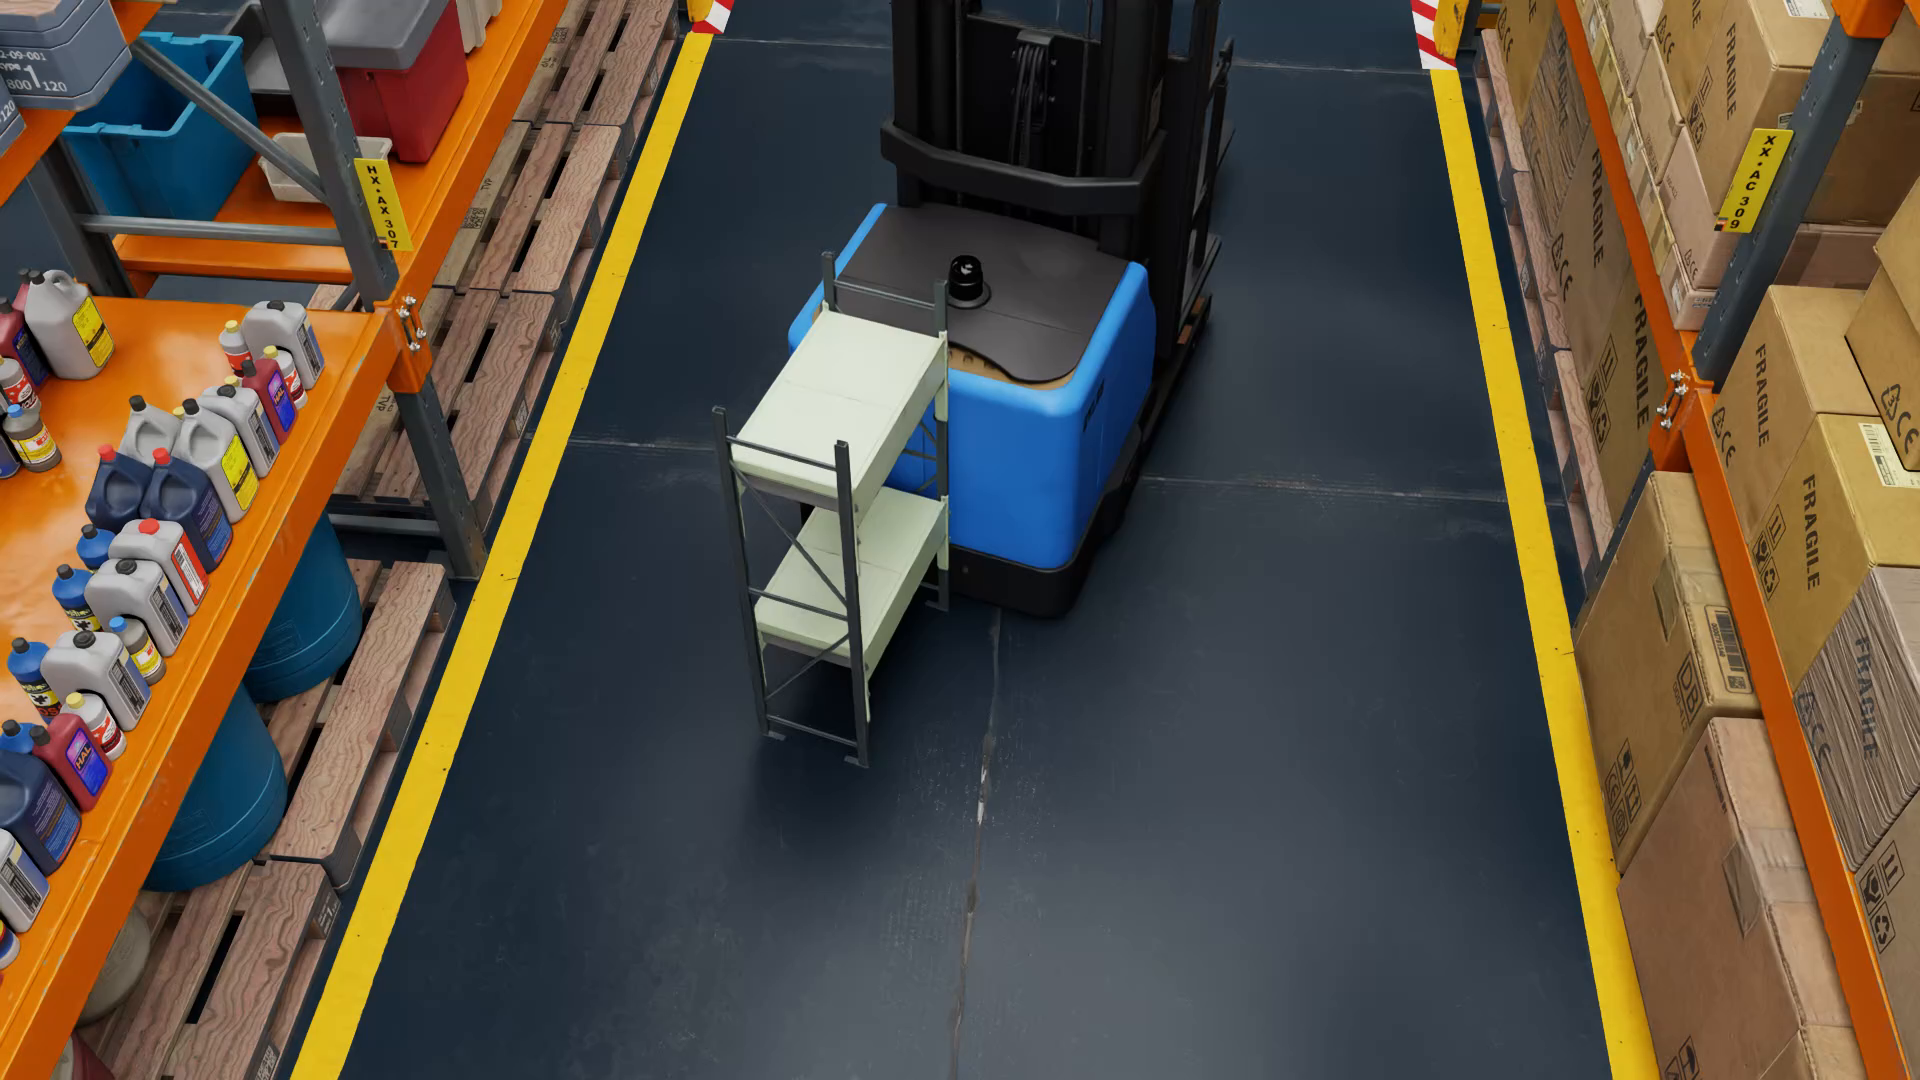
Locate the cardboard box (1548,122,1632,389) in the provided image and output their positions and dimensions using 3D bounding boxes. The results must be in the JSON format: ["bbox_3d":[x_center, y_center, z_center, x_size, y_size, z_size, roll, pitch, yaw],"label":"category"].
[{"bbox_3d":[2.897,-1.170,6.442,0.875,0.875,0.875,4,48,4],"label":"cardboard box"}]

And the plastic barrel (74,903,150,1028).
[{"bbox_3d":[-2.529,1.089,4.623,0.421,0.512,0.421,0,48,0],"label":"plastic barrel"}]

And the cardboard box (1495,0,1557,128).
[{"bbox_3d":[3.061,-2.492,7.652,0.875,0.875,0.875,4,48,4],"label":"cardboard box"}]

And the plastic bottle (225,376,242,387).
[{"bbox_3d":[-2.027,-0.378,4.697,0.097,0.201,0.097,0,48,0],"label":"plastic bottle"}]

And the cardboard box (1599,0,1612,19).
[{"bbox_3d":[2.595,-2.123,6.059,0.500,0.250,0.500,3,48,3],"label":"cardboard box"}]

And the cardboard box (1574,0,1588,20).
[{"bbox_3d":[2.540,-2.090,6.299,0.380,0.149,0.250,3,48,3],"label":"cardboard box"}]

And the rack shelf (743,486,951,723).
[{"bbox_3d":[-0.358,0.167,5.523,0.431,0.370,0.720,16,49,14],"label":"rack shelf"}]

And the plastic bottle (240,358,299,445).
[{"bbox_3d":[-1.947,-0.413,4.674,0.061,0.283,0.133,4,48,4],"label":"plastic bottle"}]

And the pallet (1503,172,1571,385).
[{"bbox_3d":[2.931,-1.115,7.127,1.003,0.211,1.213,4,48,4],"label":"pallet"}]

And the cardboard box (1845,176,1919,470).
[{"bbox_3d":[2.625,-0.506,3.933,0.797,0.503,0.637,3,48,3],"label":"cardboard box"}]

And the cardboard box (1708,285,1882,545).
[{"bbox_3d":[2.384,-0.317,4.439,0.500,0.500,0.500,4,48,4],"label":"cardboard box"}]

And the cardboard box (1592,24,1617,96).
[{"bbox_3d":[2.493,-1.710,5.951,0.380,0.149,0.250,3,48,3],"label":"cardboard box"}]

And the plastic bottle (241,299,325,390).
[{"bbox_3d":[-1.971,-0.584,4.835,0.152,0.276,0.135,4,48,4],"label":"plastic bottle"}]

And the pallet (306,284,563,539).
[{"bbox_3d":[-2.229,-0.539,6.600,1.003,0.211,1.213,4,48,4],"label":"pallet"}]

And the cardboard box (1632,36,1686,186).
[{"bbox_3d":[2.499,-1.376,5.376,0.500,0.250,0.500,5,48,5],"label":"cardboard box"}]

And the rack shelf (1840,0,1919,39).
[{"bbox_3d":[2.493,0.096,2.584,1.077,0.370,4.000,4,48,4],"label":"rack shelf"}]

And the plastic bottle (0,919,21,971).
[{"bbox_3d":[-2.117,0.817,3.557,0.097,0.271,0.097,0,48,0],"label":"plastic bottle"}]

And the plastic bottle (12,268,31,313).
[{"bbox_3d":[-2.715,-0.657,4.897,0.061,0.283,0.133,4,48,4],"label":"plastic bottle"}]

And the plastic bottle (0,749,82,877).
[{"bbox_3d":[-2.115,0.586,3.714,0.144,0.351,0.185,4,48,4],"label":"plastic bottle"}]

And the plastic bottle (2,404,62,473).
[{"bbox_3d":[-2.586,-0.292,4.619,0.097,0.201,0.097,0,48,0],"label":"plastic bottle"}]

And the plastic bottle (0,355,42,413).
[{"bbox_3d":[-2.720,-0.445,4.759,0.097,0.201,0.097,0,48,0],"label":"plastic bottle"}]

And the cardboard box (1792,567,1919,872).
[{"bbox_3d":[2.293,0.421,3.765,0.500,0.500,0.500,3,48,3],"label":"cardboard box"}]

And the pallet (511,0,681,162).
[{"bbox_3d":[-2.006,-2.332,8.240,1.003,0.211,1.213,4,48,4],"label":"pallet"}]

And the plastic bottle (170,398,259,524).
[{"bbox_3d":[-2.015,-0.223,4.455,0.144,0.351,0.185,4,48,4],"label":"plastic bottle"}]

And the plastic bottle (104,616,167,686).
[{"bbox_3d":[-2.046,0.266,4.108,0.097,0.201,0.097,0,48,0],"label":"plastic bottle"}]

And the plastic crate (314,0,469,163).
[{"bbox_3d":[-1.926,-1.618,5.613,0.402,0.464,0.583,4,48,4],"label":"plastic crate"}]

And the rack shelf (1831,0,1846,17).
[{"bbox_3d":[2.857,-2.843,5.272,1.077,0.370,4.000,4,48,4],"label":"rack shelf"}]

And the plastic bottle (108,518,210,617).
[{"bbox_3d":[-2.050,0.055,4.251,0.152,0.276,0.135,4,48,4],"label":"plastic bottle"}]

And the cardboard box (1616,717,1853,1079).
[{"bbox_3d":[2.556,1.100,4.367,1.225,0.875,0.875,2,48,2],"label":"cardboard box"}]

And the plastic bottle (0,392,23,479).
[{"bbox_3d":[-2.712,-0.312,4.587,0.152,0.276,0.135,4,48,4],"label":"plastic bottle"}]

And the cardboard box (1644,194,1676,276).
[{"bbox_3d":[2.400,-0.955,5.261,0.380,0.149,0.250,5,48,4],"label":"cardboard box"}]

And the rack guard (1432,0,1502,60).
[{"bbox_3d":[3.042,-2.717,8.397,1.175,0.500,0.348,4,48,4],"label":"rack guard"}]

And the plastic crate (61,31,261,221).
[{"bbox_3d":[-2.554,-1.318,5.393,0.392,0.384,0.575,4,48,4],"label":"plastic crate"}]

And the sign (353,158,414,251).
[{"bbox_3d":[-1.710,-0.992,4.937,0.100,0.325,0.005,4,48,4],"label":"sign"}]

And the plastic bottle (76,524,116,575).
[{"bbox_3d":[-2.176,0.062,4.248,0.097,0.271,0.097,0,48,0],"label":"plastic bottle"}]

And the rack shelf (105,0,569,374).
[{"bbox_3d":[-2.075,-2.164,6.684,1.077,0.370,4.000,4,48,4],"label":"rack shelf"}]

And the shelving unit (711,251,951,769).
[{"bbox_3d":[-0.358,-0.053,5.282,0.431,1.500,0.755,16,49,14],"label":"shelving unit"}]

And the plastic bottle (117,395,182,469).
[{"bbox_3d":[-2.159,-0.233,4.463,0.144,0.351,0.185,4,48,4],"label":"plastic bottle"}]

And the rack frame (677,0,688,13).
[{"bbox_3d":[-1.893,-3.876,7.763,1.000,3.000,0.127,4,48,4],"label":"rack frame"}]

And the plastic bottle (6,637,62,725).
[{"bbox_3d":[-2.210,0.331,4.001,0.097,0.271,0.097,0,48,0],"label":"plastic bottle"}]

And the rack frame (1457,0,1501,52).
[{"bbox_3d":[3.040,-3.543,7.458,1.000,3.000,0.127,4,48,4],"label":"rack frame"}]

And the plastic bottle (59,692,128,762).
[{"bbox_3d":[-2.067,0.437,3.952,0.097,0.201,0.097,0,48,0],"label":"plastic bottle"}]

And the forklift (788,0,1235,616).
[{"bbox_3d":[0.418,-1.828,5.935,1.130,2.935,3.031,16,49,14],"label":"forklift"}]

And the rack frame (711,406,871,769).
[{"bbox_3d":[-0.489,0.199,5.052,0.400,1.500,0.023,16,49,14],"label":"rack frame"}]

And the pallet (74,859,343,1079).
[{"bbox_3d":[-2.478,1.467,4.765,1.003,0.211,1.213,4,48,4],"label":"pallet"}]

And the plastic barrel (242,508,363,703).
[{"bbox_3d":[-2.324,0.028,5.329,0.600,0.901,0.708,4,48,4],"label":"plastic barrel"}]

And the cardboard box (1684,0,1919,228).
[{"bbox_3d":[2.451,-1.263,4.764,0.500,0.500,0.500,5,48,5],"label":"cardboard box"}]

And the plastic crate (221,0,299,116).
[{"bbox_3d":[-2.423,-1.705,5.922,0.437,0.125,0.590,4,48,4],"label":"plastic crate"}]

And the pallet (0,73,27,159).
[{"bbox_3d":[-2.332,-0.470,2.742,1.003,0.211,1.213,4,48,4],"label":"pallet"}]

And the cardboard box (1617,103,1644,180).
[{"bbox_3d":[2.447,-1.332,5.606,0.380,0.149,0.250,5,48,4],"label":"cardboard box"}]
